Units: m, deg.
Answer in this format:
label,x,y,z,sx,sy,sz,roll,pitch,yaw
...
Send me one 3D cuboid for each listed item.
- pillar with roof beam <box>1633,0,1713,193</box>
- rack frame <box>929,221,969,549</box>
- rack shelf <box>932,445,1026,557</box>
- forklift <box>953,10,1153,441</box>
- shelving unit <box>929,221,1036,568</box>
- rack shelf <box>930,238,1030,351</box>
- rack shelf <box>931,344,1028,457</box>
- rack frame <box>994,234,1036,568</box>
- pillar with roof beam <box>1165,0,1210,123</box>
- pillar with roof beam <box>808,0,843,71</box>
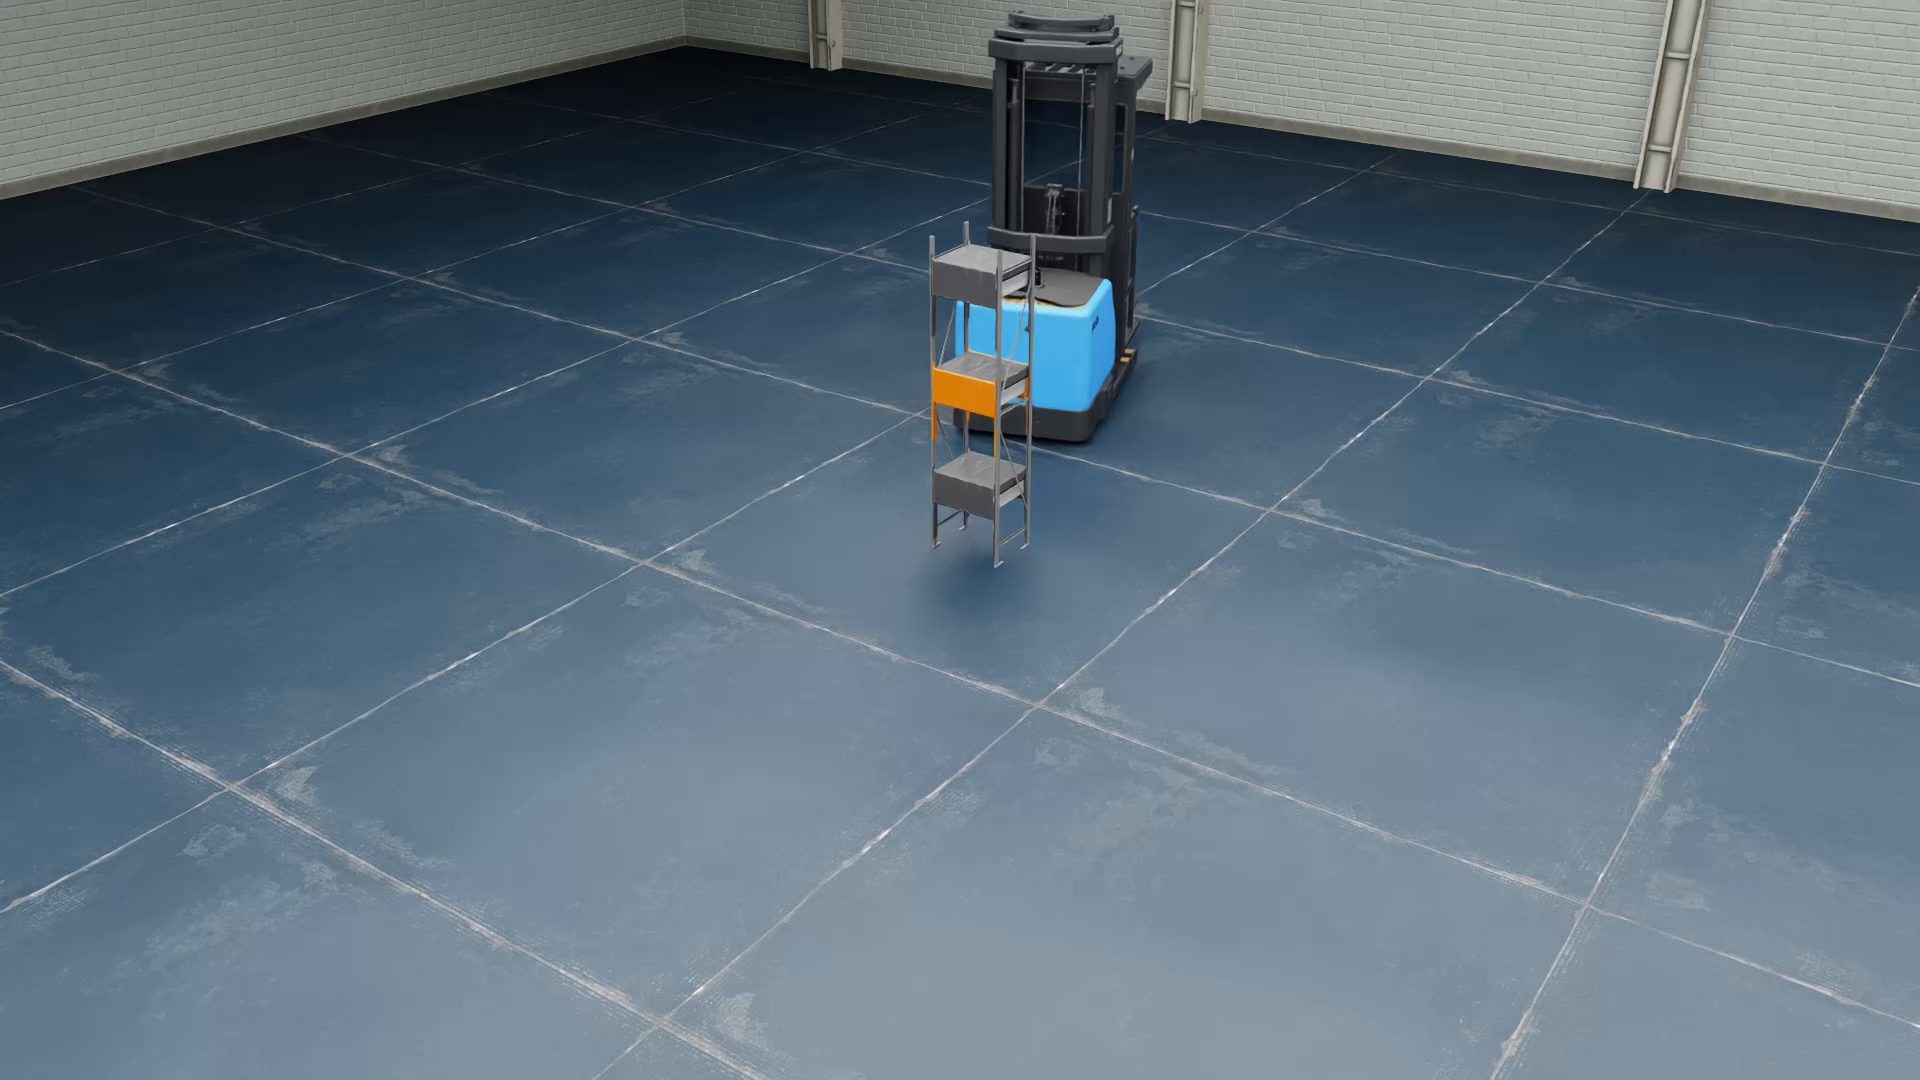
label,x,y,z,sx,sy,sz,roll,pitch,yaw
pillar with roof beam,5.454,-6.409,13.697,0.400,9.000,9.100,17,32,30
rack frame,-0.065,-0.956,10.587,0.015,2.100,0.400,17,32,30
rack shelf,0.136,-0.257,10.788,0.480,0.518,0.431,17,32,30
forklift,0.850,-2.685,13.068,1.130,2.935,3.031,7,28,14
shelving unit,0.136,-0.893,10.464,0.503,2.100,0.431,17,32,30
rack shelf,0.136,-1.505,10.153,0.480,0.518,0.431,17,32,30
rack shelf,0.136,-0.881,10.470,0.480,0.518,0.431,17,32,30
rack frame,0.338,-0.831,10.341,0.015,2.100,0.400,17,32,30
pillar with roof beam,0.508,-7.950,16.724,0.400,9.000,9.100,17,32,30
pillar with roof beam,-4.437,-9.491,19.752,0.400,9.000,9.100,17,32,30
